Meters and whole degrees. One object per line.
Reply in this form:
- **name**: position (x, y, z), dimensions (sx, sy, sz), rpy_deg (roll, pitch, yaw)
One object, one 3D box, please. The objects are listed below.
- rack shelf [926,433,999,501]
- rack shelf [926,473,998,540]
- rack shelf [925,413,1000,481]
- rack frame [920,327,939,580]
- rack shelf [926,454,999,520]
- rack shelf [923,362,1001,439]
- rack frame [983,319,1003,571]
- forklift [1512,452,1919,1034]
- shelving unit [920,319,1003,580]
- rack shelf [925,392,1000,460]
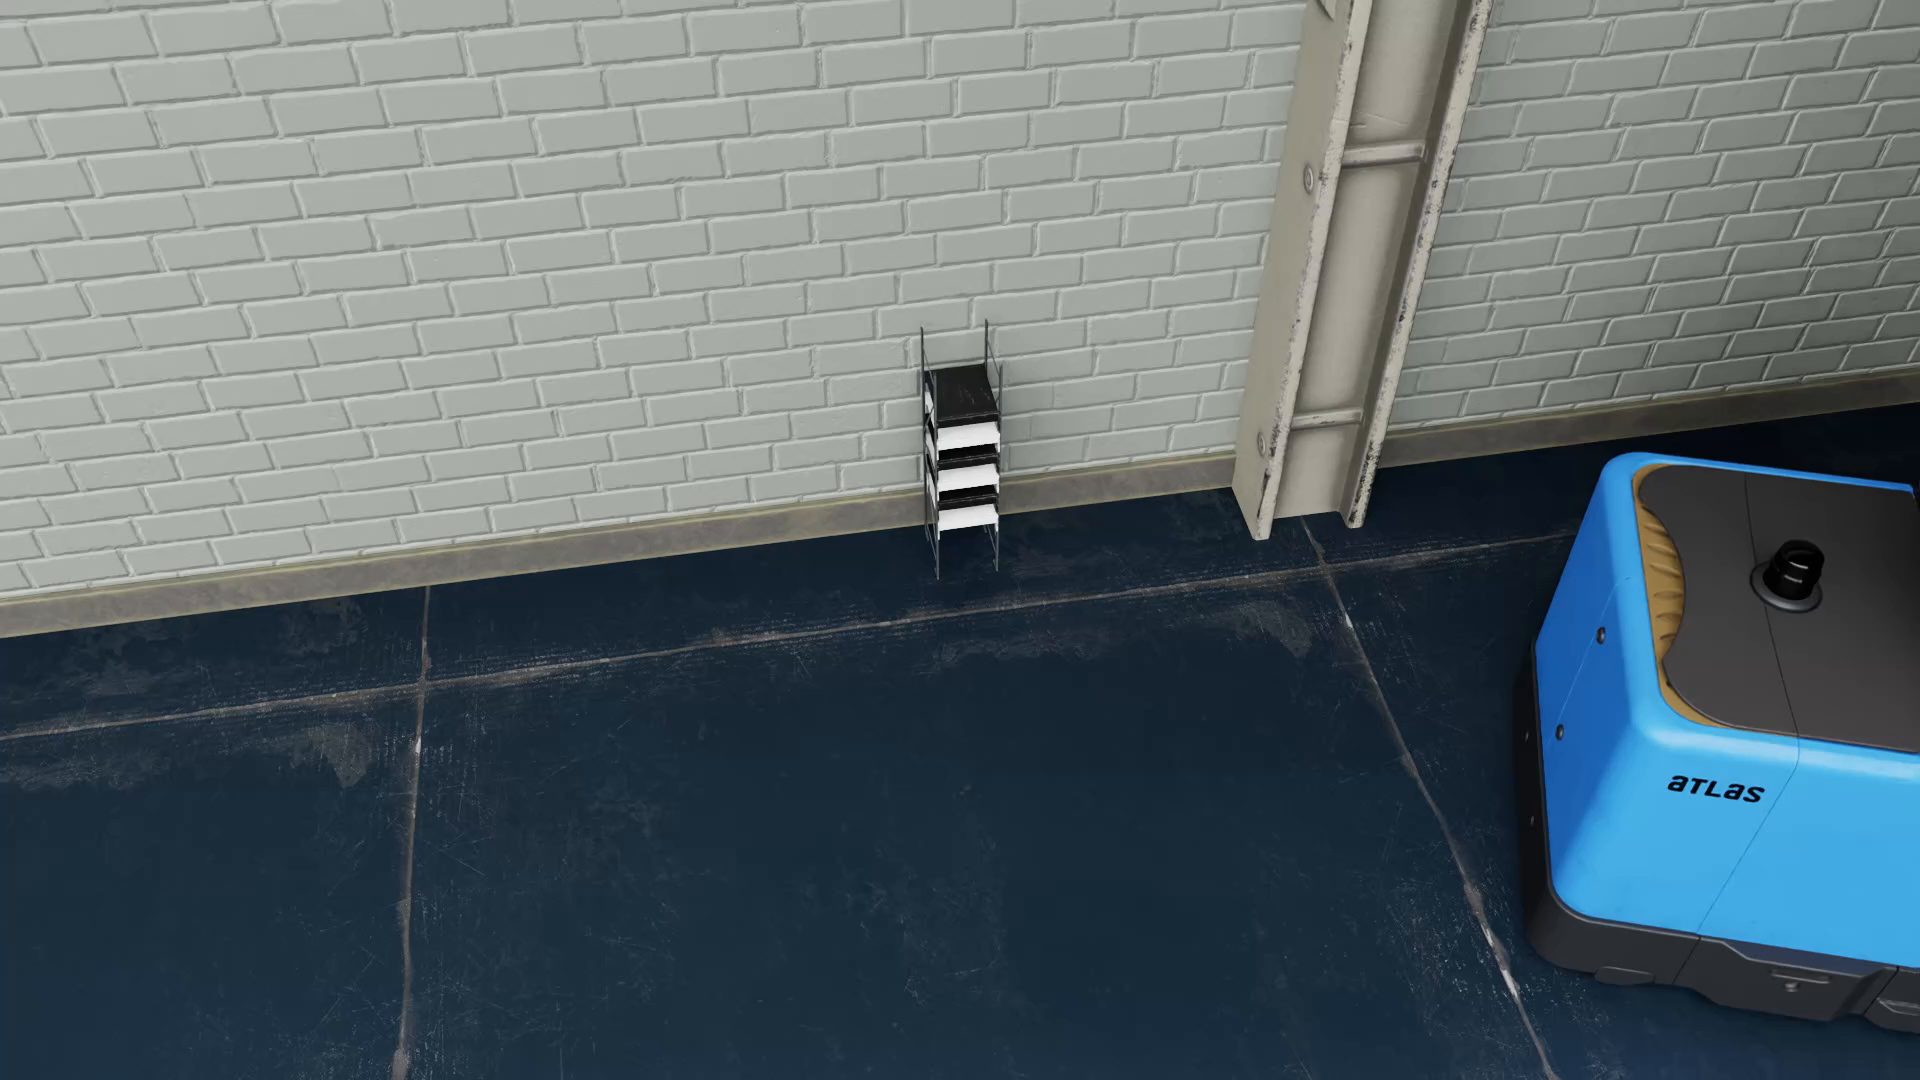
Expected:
- **rack shelf**: position (0.003, -0.253, 5.415), dimensions (0.200, 0.077, 0.258), rpy_deg (-8, 47, -8)
- **rack shelf**: position (0.003, -0.129, 5.545), dimensions (0.200, 0.077, 0.258), rpy_deg (-8, 47, -8)
- **rack shelf**: position (0.003, -0.316, 5.350), dimensions (0.200, 0.077, 0.258), rpy_deg (-8, 47, -8)
- **rack frame**: position (-0.097, -0.263, 5.378), dimensions (0.006, 0.900, 0.240), rpy_deg (-8, 47, -8)
- **rack shelf**: position (0.003, -0.191, 5.480), dimensions (0.200, 0.077, 0.258), rpy_deg (-8, 47, -8)
- **rack shelf**: position (0.003, -0.440, 5.221), dimensions (0.200, 0.077, 0.258), rpy_deg (-8, 47, -8)
- **rack frame**: position (0.103, -0.291, 5.405), dimensions (0.006, 0.900, 0.240), rpy_deg (-8, 47, -8)
- **forklift**: position (3.134, 0.013, 3.702), dimensions (3.031, 2.935, 1.130), rpy_deg (8, 47, 7)
- **shelving unit**: position (0.003, -0.277, 5.391), dimensions (0.210, 0.900, 0.258), rpy_deg (-8, 47, -8)
- **rack shelf**: position (0.003, -0.378, 5.285), dimensions (0.200, 0.077, 0.258), rpy_deg (-8, 47, -8)
